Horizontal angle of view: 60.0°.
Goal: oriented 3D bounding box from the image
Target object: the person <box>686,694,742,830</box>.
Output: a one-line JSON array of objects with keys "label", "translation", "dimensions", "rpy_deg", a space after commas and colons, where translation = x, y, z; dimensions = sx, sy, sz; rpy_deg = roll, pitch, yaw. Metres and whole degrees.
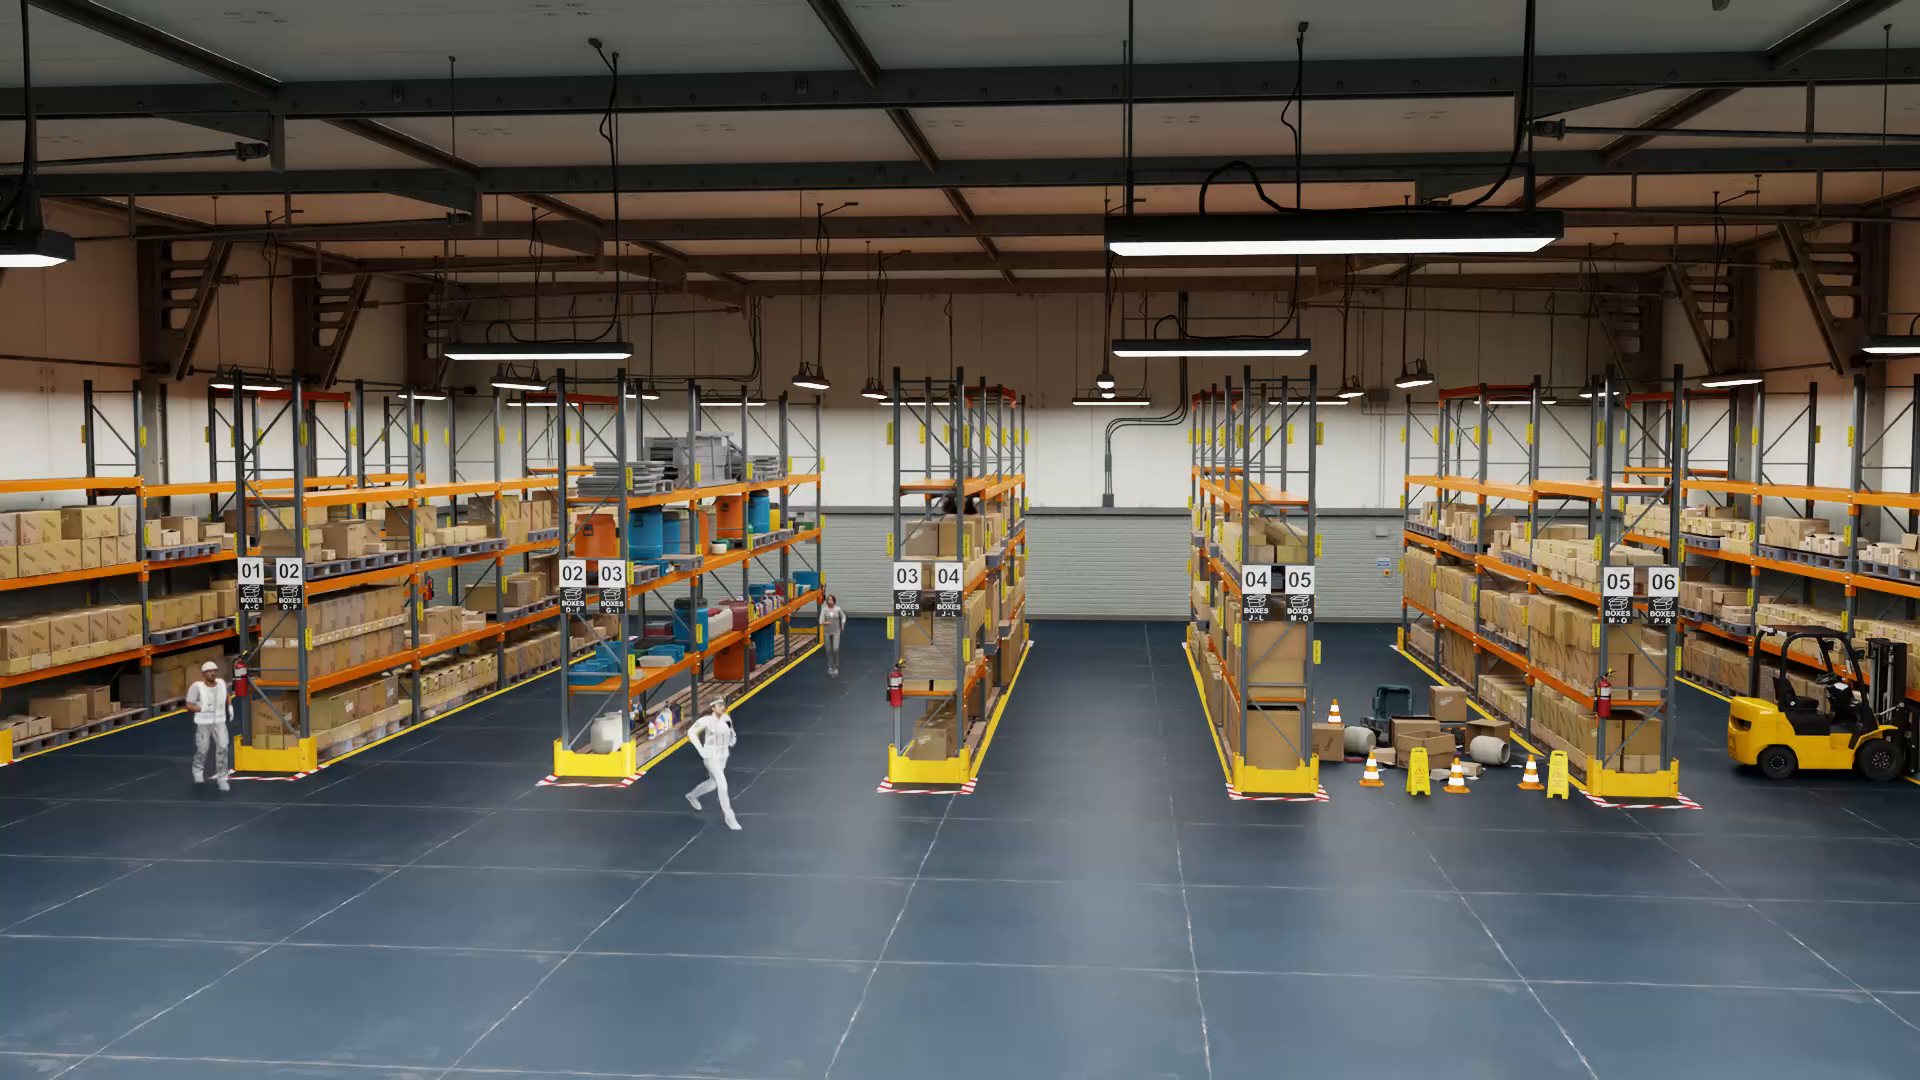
[{"label": "person", "translation": [-3.169, 2.838, 21.485], "dimensions": [1.032, 1.735, 0.579], "rpy_deg": [3, 4, 35]}]

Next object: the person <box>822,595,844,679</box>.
[{"label": "person", "translation": [-2.508, 1.899, 32.709], "dimensions": [0.471, 1.648, 0.658], "rpy_deg": [0, 4, 1]}]

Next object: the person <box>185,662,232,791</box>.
[{"label": "person", "translation": [-10.669, 2.646, 23.672], "dimensions": [0.706, 1.853, 0.770], "rpy_deg": [-4, 5, -45]}]
